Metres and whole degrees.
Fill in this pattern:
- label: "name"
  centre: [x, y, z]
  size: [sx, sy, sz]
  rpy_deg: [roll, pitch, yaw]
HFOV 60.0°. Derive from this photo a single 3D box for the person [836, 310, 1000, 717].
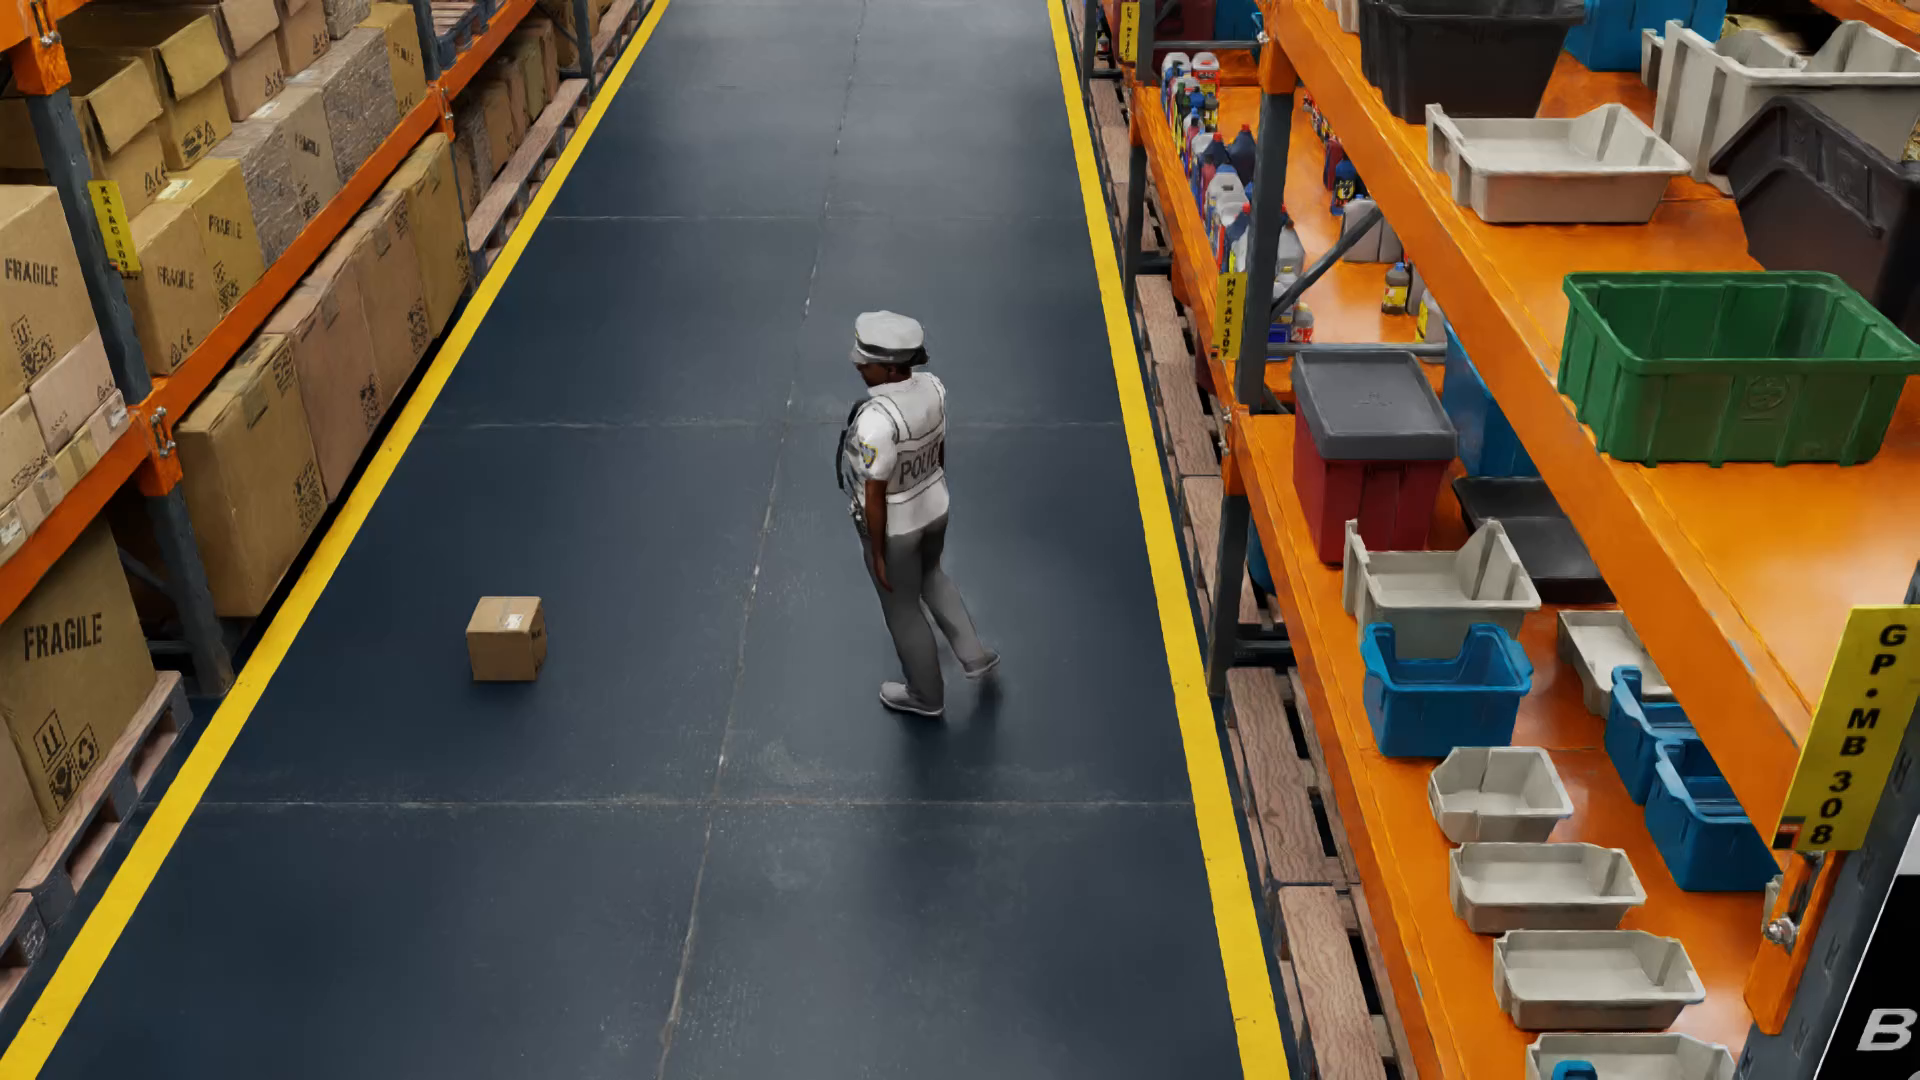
- label: "person"
  centre: [-0.137, -0.081, 6.234]
  size: [0.450, 1.656, 0.637]
  rpy_deg: [21, 37, 30]
